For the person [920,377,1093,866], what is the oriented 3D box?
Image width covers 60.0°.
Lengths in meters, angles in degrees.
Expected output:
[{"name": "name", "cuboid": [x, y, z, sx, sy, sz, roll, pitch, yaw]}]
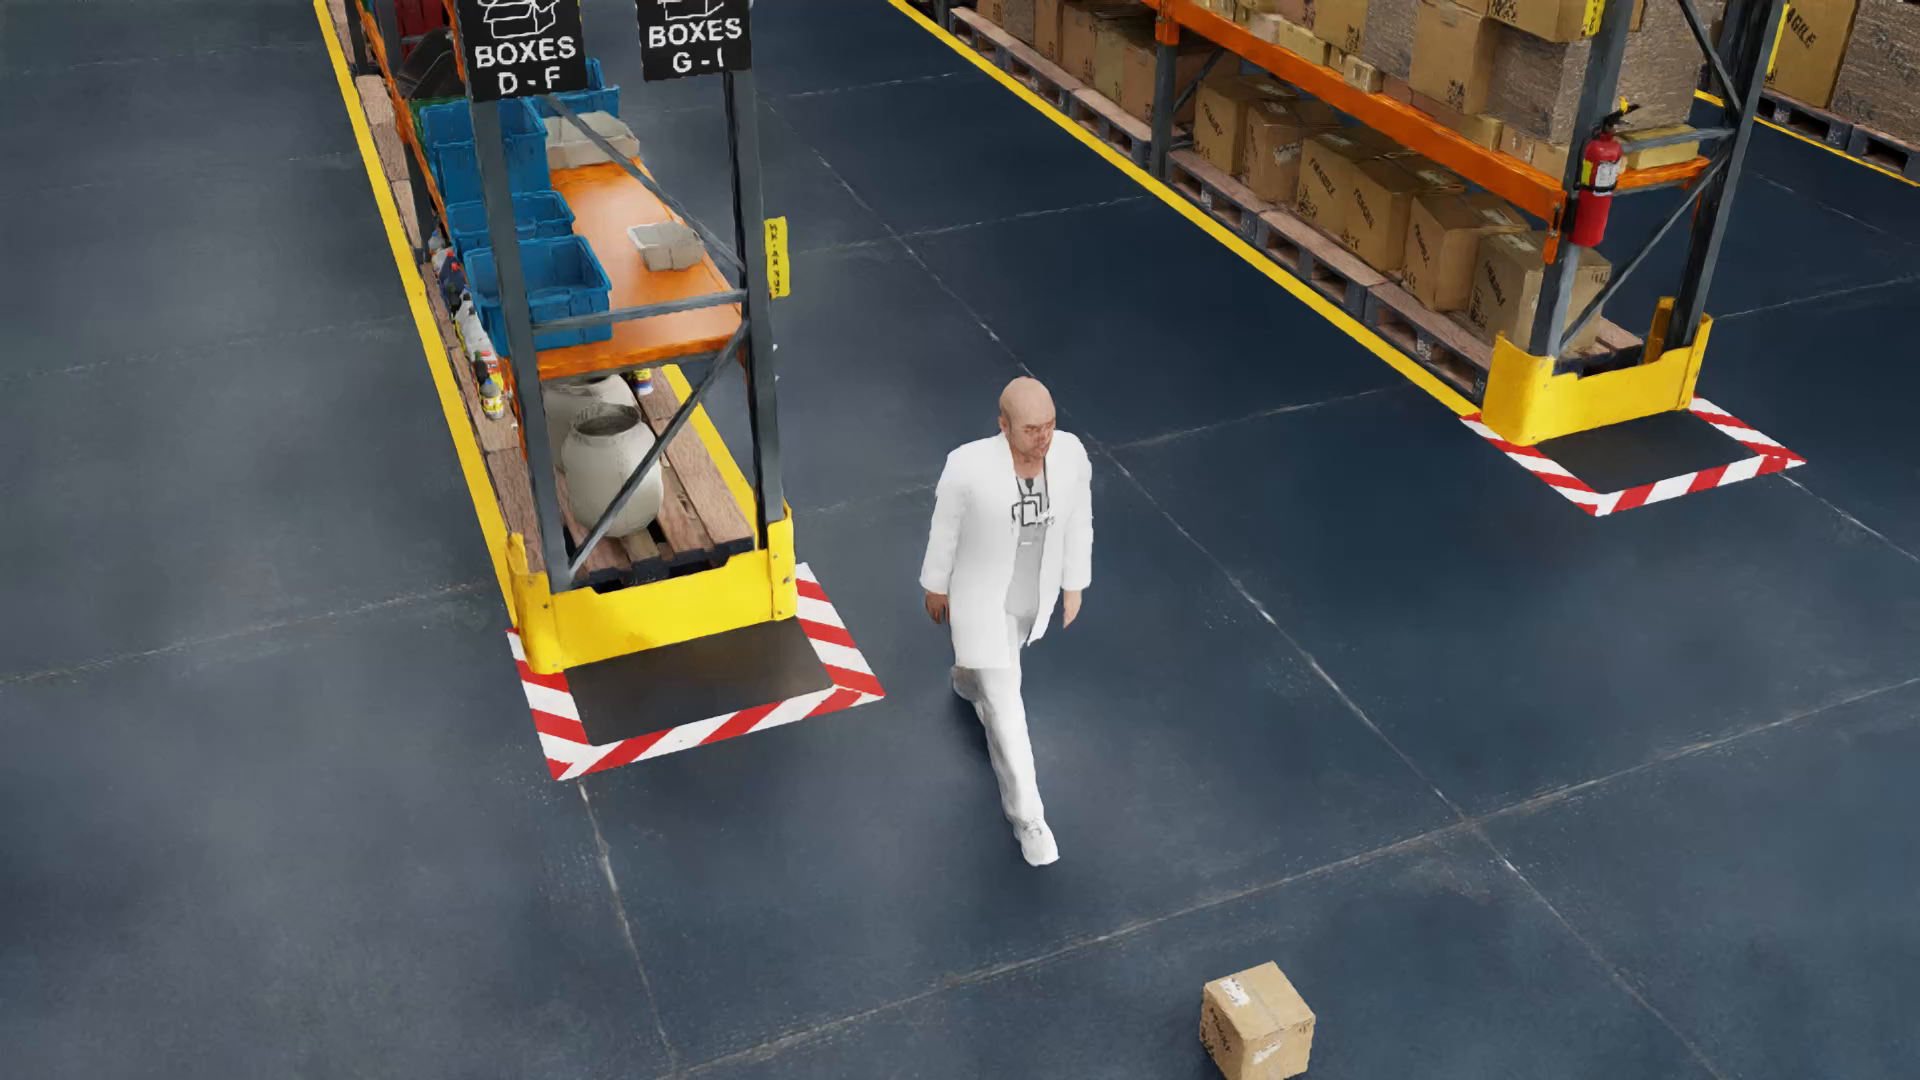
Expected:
[{"name": "person", "cuboid": [0.210, 0.184, 5.882, 0.595, 1.699, 1.177, -14, 36, -21]}]
